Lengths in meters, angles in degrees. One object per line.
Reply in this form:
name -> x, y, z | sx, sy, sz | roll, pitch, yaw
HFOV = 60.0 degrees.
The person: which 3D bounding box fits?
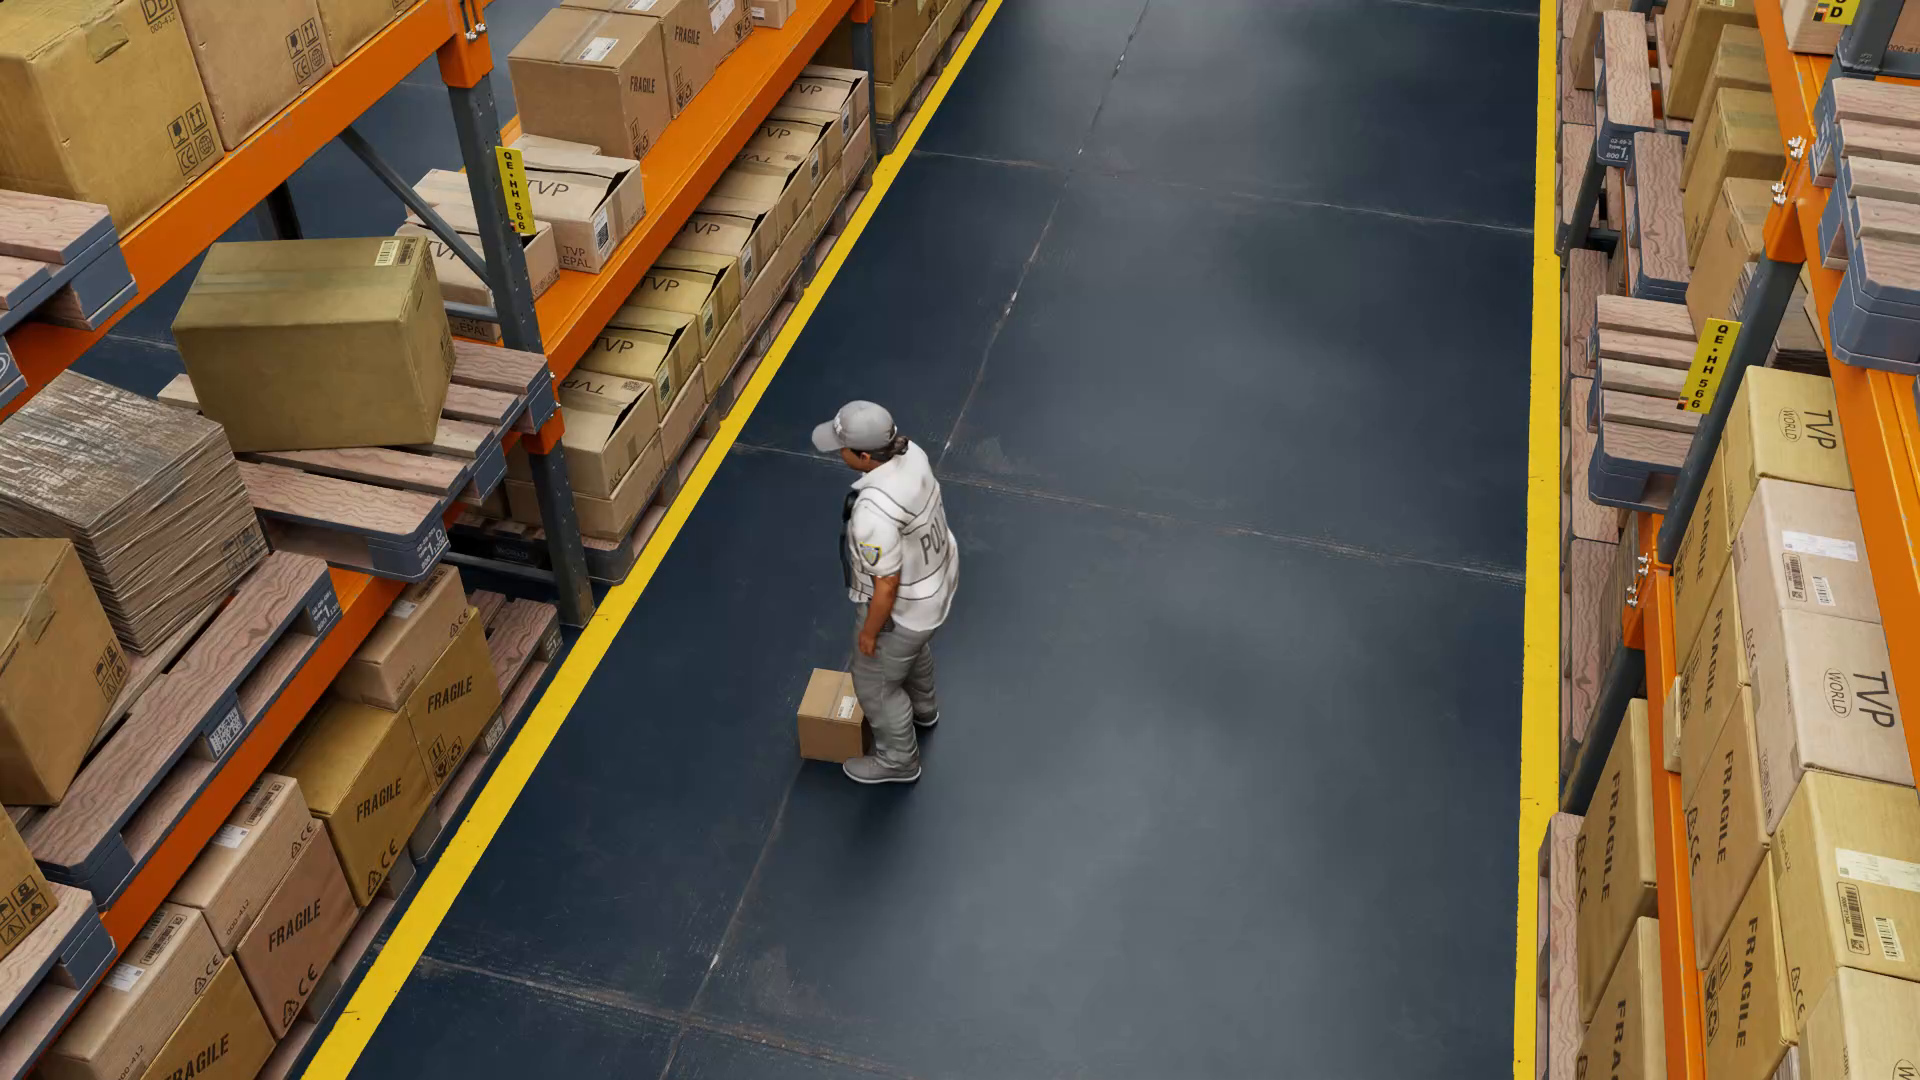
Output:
person -> -0.251, 0.182, 5.946 | 0.469, 1.665, 0.537 | 10, 42, 11
